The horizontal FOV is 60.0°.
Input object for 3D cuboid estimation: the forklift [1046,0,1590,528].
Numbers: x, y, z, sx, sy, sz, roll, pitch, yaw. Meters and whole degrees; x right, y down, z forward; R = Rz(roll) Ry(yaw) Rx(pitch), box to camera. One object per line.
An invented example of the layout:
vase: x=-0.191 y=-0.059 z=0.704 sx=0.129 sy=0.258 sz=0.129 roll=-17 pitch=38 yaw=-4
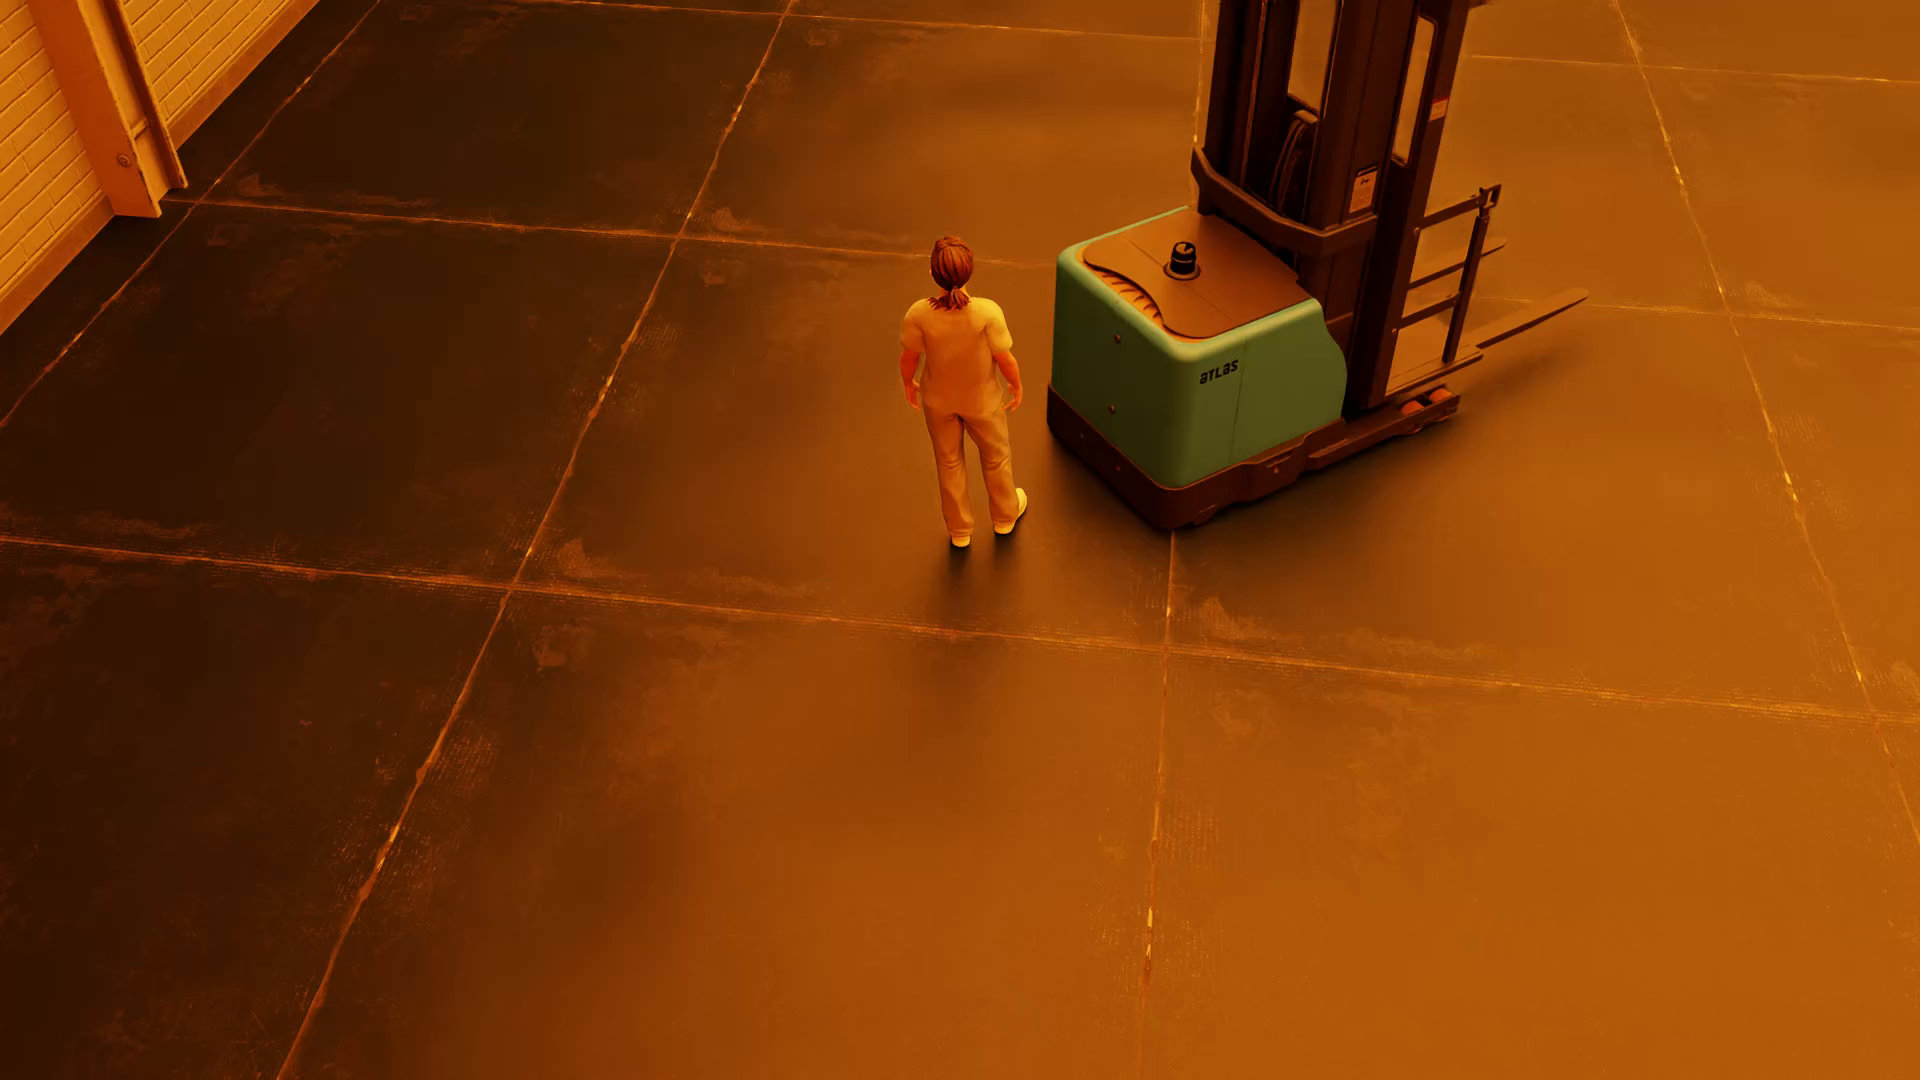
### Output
forklift: x=1.959 y=-1.900 z=7.792 sx=3.031 sy=2.935 sz=1.130 roll=-23 pitch=47 yaw=-23

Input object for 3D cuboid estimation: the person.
person: x=0.013 y=-0.574 z=7.401 sx=0.516 sy=1.362 sz=0.395 roll=5 pitch=43 yaw=6
